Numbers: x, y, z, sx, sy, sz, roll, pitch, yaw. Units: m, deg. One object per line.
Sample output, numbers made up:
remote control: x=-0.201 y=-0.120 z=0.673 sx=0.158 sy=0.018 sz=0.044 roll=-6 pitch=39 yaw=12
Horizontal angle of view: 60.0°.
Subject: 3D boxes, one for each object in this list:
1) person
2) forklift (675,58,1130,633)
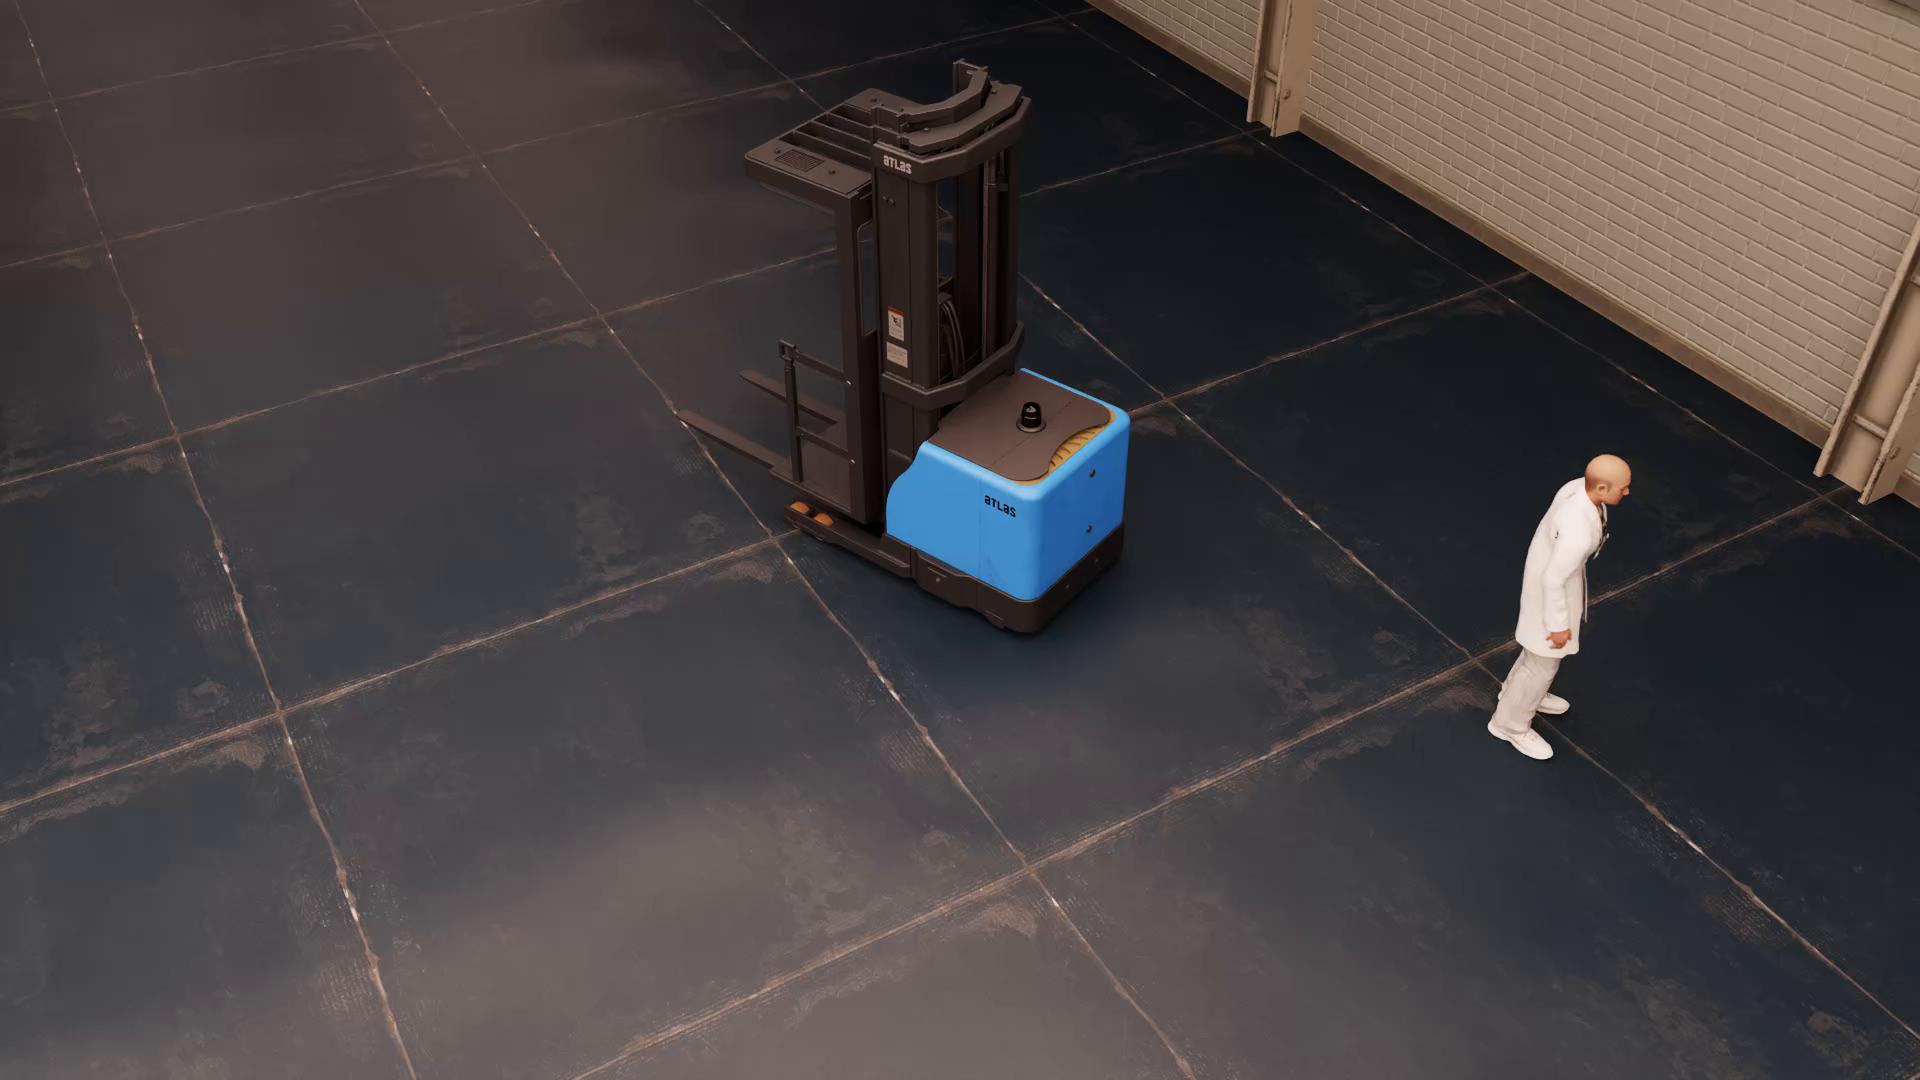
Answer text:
person: x=3.104 y=0.289 z=8.594 sx=0.425 sy=1.775 sz=0.656 roll=17 pitch=43 yaw=19
forklift: x=-0.481 y=-1.366 z=9.683 sx=3.031 sy=2.935 sz=1.130 roll=26 pitch=46 yaw=28
